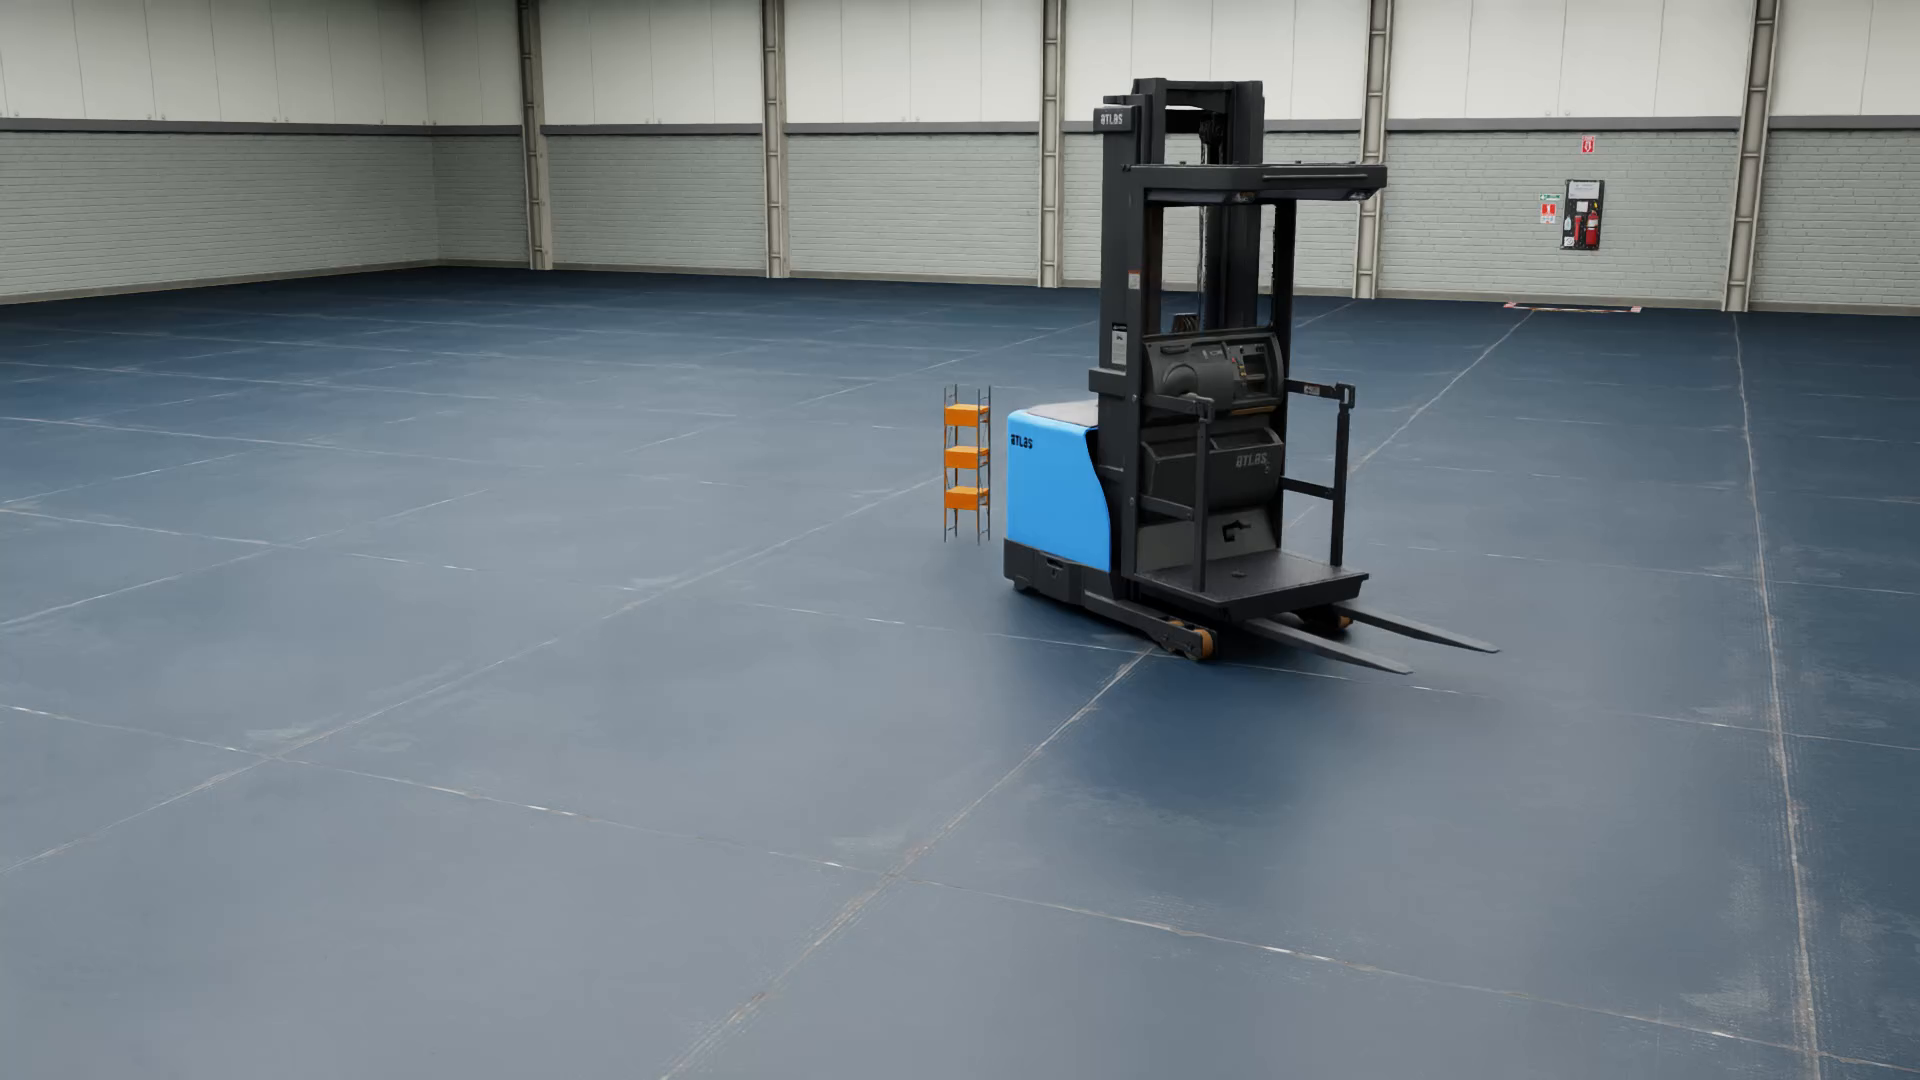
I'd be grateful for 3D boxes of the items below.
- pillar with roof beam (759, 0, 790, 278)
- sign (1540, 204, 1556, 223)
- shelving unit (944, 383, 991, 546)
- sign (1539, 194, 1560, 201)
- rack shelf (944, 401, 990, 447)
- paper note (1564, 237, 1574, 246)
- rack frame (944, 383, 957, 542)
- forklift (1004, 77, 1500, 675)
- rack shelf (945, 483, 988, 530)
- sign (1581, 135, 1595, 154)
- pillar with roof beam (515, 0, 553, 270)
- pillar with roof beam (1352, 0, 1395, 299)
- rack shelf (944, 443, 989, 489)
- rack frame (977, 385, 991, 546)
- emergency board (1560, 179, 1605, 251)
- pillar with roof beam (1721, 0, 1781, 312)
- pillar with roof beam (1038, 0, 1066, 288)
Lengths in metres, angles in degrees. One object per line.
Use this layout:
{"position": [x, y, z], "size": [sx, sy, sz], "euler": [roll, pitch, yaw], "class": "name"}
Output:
{"position": [-5.497, -8.908, 29.521], "size": [0.400, 9.000, 9.100], "euler": [6, 14, 23], "class": "pillar with roof beam"}
{"position": [9.996, -5.548, 28.255], "size": [0.234, 0.329, 0.001], "euler": [6, 14, 23], "class": "sign"}
{"position": [0.049, -0.506, 11.114], "size": [0.252, 1.050, 0.215], "euler": [6, 14, 23], "class": "shelving unit"}
{"position": [9.997, -5.804, 28.184], "size": [0.331, 0.109, 0.001], "euler": [6, 14, 23], "class": "sign"}
{"position": [0.049, -0.772, 11.051], "size": [0.240, 0.259, 0.215], "euler": [6, 14, 23], "class": "rack shelf"}
{"position": [10.326, -5.060, 28.181], "size": [0.142, 0.148, 0.016], "euler": [6, 14, 23], "class": "paper note"}
{"position": [-0.063, -0.517, 11.162], "size": [0.008, 1.050, 0.200], "euler": [6, 14, 23], "class": "rack frame"}
{"position": [1.494, -0.925, 8.783], "size": [1.130, 2.935, 3.031], "euler": [-9, 16, -32], "class": "forklift"}
{"position": [0.049, -0.225, 11.180], "size": [0.240, 0.259, 0.215], "euler": [6, 14, 23], "class": "rack shelf"}
{"position": [10.493, -6.608, 27.776], "size": [0.199, 0.298, 0.001], "euler": [6, 14, 23], "class": "sign"}
{"position": [-10.983, -9.464, 31.887], "size": [0.400, 9.000, 9.100], "euler": [6, 14, 23], "class": "pillar with roof beam"}
{"position": [5.475, -7.798, 24.789], "size": [0.400, 9.000, 9.100], "euler": [6, 14, 23], "class": "pillar with roof beam"}
{"position": [0.049, -0.496, 11.116], "size": [0.240, 0.259, 0.215], "euler": [6, 14, 23], "class": "rack shelf"}
{"position": [0.160, -0.495, 11.066], "size": [0.008, 1.050, 0.200], "euler": [6, 14, 23], "class": "rack frame"}
{"position": [10.460, -5.458, 27.949], "size": [0.643, 1.169, 0.194], "euler": [6, 14, 23], "class": "emergency board"}
{"position": [10.960, -7.243, 22.423], "size": [0.400, 9.000, 9.100], "euler": [6, 14, 23], "class": "pillar with roof beam"}
{"position": [-0.011, -8.353, 27.155], "size": [0.400, 9.000, 9.100], "euler": [6, 14, 23], "class": "pillar with roof beam"}
